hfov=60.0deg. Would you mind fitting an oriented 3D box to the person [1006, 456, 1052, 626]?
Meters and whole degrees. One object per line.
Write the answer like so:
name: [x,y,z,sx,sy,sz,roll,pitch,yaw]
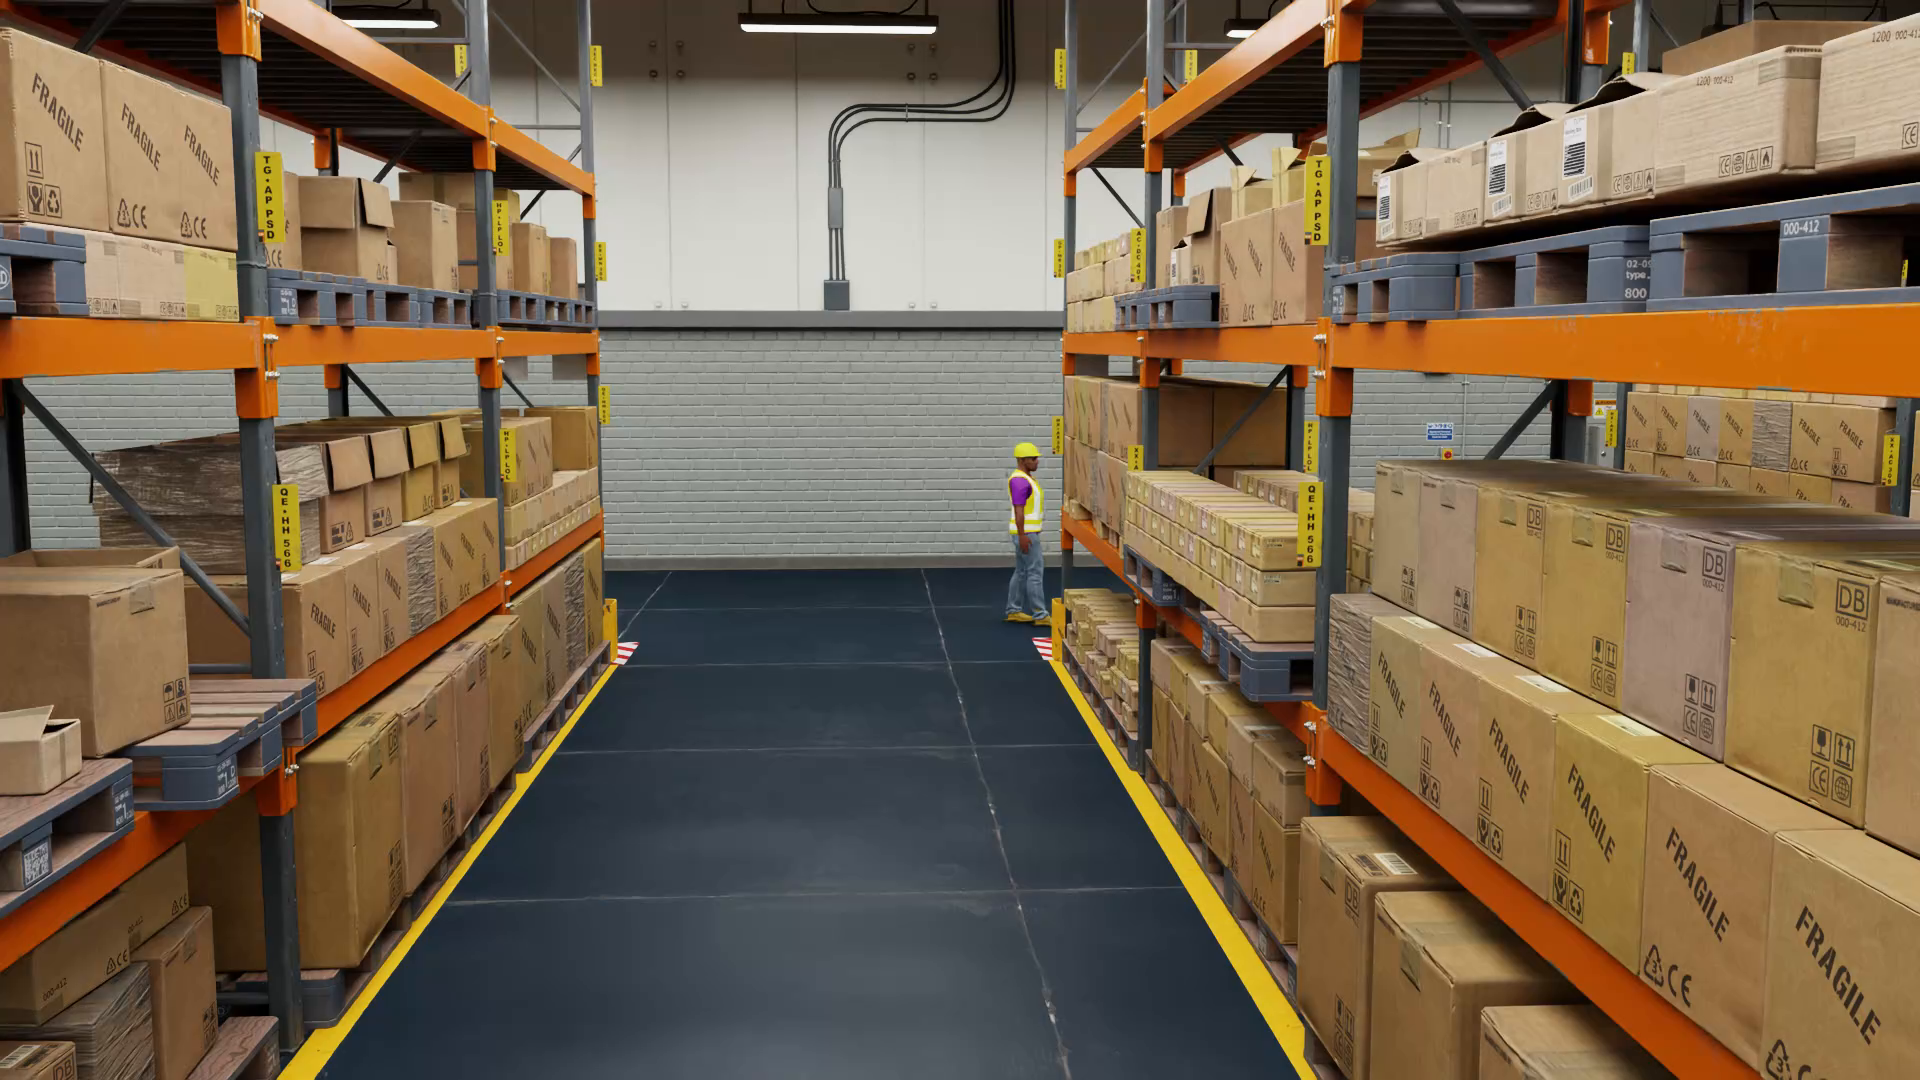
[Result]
person: [0.742,-0.047,16.161,0.612,1.726,0.575,1,7,7]
